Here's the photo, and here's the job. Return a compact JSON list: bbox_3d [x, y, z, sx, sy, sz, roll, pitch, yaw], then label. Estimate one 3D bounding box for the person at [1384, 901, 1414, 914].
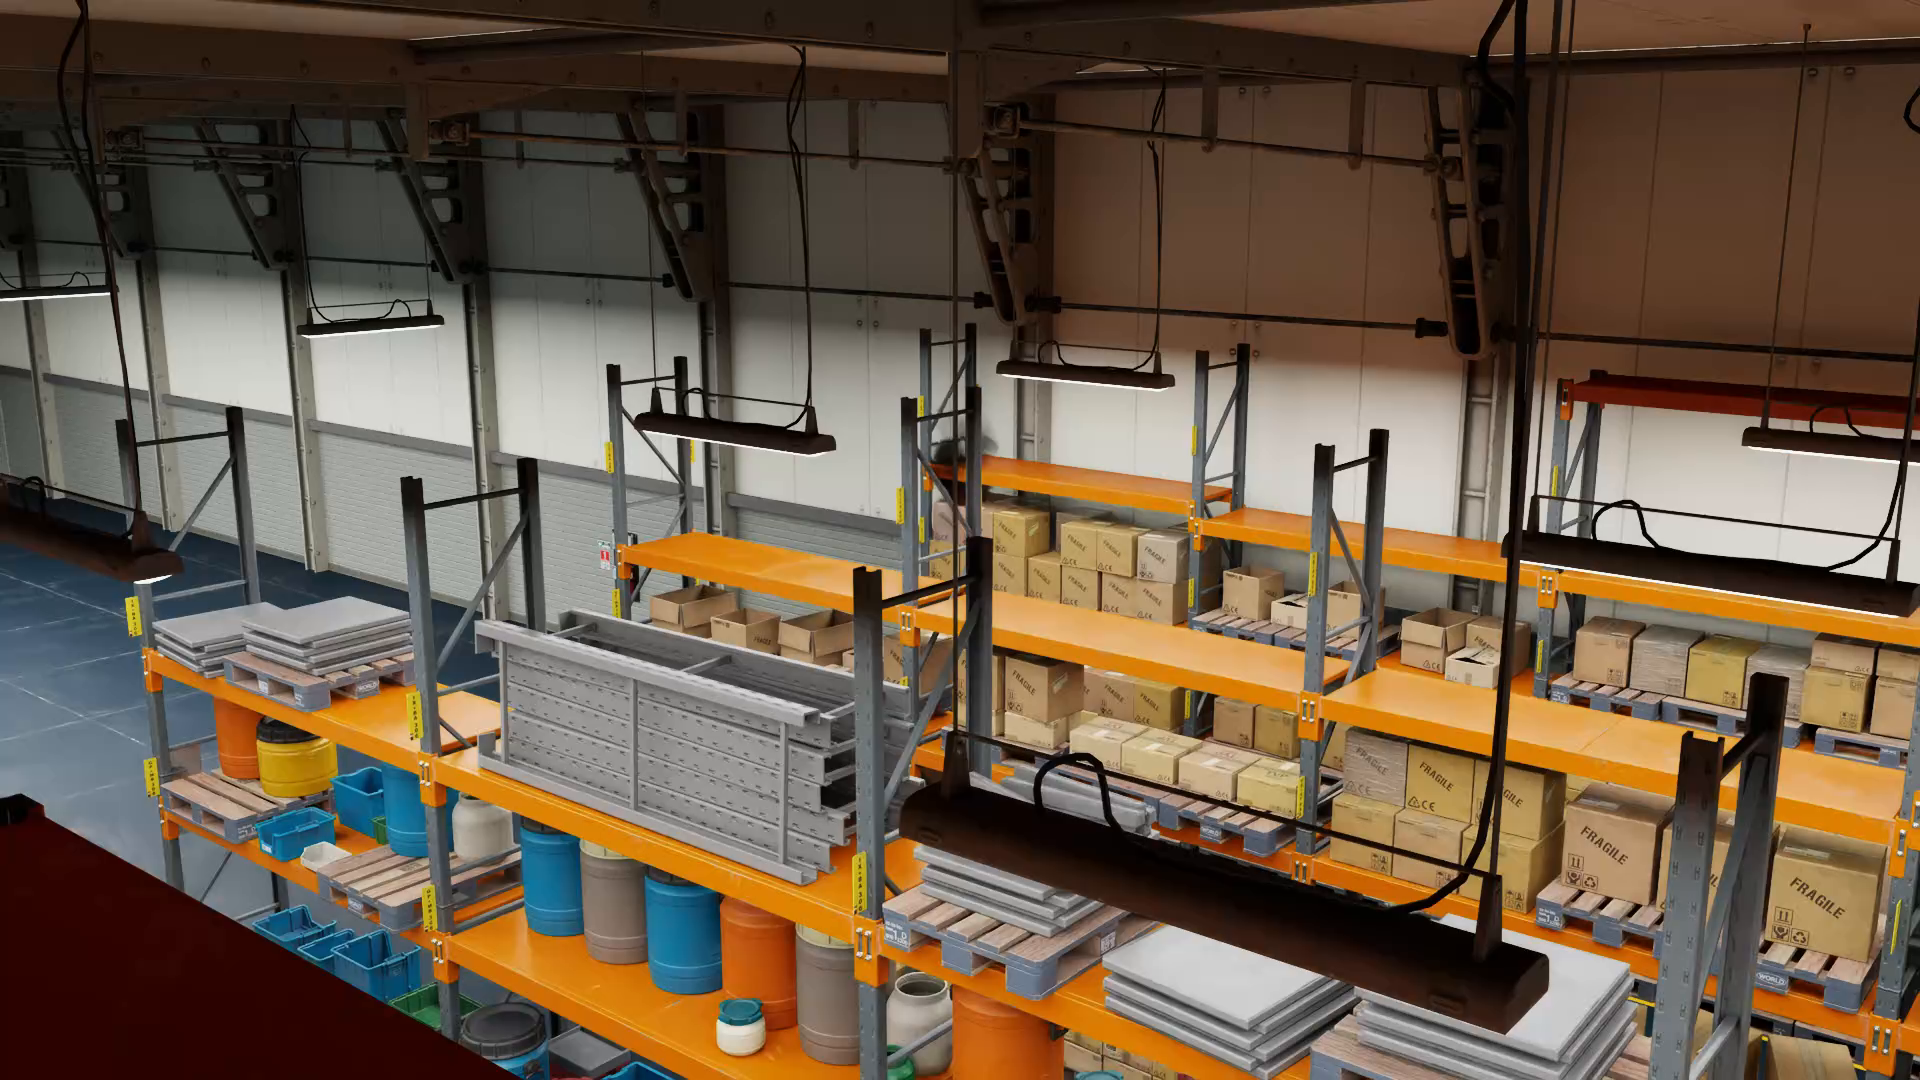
[{"bbox_3d":[3.928,3.968,14.923,0.842,1.698,0.579,10,16,38],"label":"person"}]
